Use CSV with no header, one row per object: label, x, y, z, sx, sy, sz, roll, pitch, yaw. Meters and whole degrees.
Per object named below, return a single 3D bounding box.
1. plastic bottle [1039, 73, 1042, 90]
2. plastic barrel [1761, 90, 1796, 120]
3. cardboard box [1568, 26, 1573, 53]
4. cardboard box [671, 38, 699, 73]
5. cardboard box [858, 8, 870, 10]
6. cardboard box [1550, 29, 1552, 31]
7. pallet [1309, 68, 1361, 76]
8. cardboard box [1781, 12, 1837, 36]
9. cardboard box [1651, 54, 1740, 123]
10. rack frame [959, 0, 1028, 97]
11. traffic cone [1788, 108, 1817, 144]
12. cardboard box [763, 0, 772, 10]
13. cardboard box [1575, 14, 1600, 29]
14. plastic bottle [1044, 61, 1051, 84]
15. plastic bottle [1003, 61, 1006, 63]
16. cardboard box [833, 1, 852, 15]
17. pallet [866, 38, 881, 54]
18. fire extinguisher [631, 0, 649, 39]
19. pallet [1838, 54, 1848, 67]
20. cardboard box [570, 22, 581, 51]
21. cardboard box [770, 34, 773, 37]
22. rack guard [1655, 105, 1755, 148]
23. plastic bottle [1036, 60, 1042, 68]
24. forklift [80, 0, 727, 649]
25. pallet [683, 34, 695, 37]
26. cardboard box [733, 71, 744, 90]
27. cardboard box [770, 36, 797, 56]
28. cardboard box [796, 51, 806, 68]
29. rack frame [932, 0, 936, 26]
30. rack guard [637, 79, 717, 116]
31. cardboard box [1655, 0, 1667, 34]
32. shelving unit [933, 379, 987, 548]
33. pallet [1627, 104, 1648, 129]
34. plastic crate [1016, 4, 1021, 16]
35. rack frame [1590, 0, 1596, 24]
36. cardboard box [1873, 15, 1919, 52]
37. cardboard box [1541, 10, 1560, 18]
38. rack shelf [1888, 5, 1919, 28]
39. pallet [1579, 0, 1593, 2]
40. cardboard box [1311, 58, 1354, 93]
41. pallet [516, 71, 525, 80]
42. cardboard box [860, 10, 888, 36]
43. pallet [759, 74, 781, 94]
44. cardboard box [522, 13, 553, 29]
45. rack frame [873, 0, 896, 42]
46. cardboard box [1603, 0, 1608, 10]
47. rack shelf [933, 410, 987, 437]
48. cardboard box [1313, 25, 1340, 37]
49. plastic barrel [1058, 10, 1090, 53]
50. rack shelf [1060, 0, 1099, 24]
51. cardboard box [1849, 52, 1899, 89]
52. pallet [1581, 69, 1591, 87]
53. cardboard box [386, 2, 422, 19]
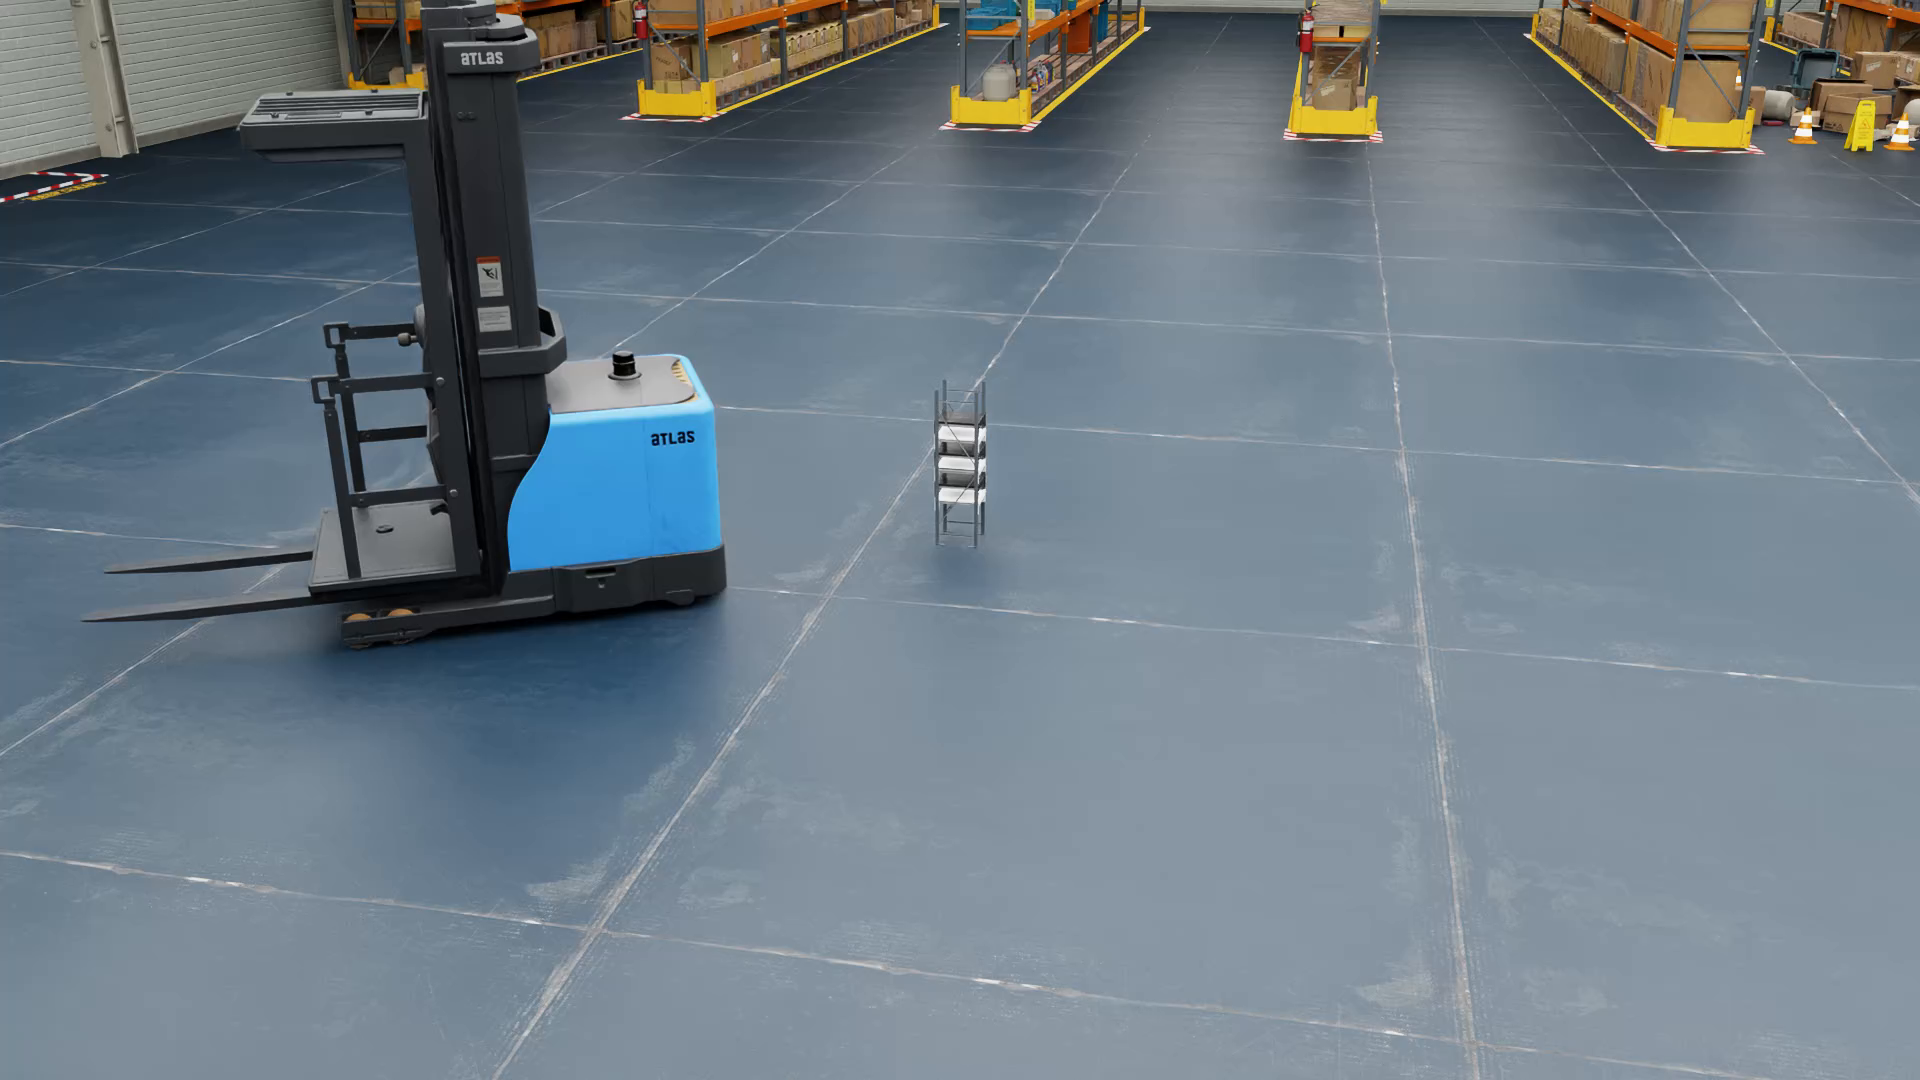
plastic bottle,1.259,-7.352,26.656,0.097,0.271,0.097,0,22,0
plastic barrel,12.264,-6.555,25.064,0.421,0.421,0.512,-16,27,-35
cardboard box,12.015,-9.607,31.976,0.500,0.500,0.500,5,22,12
cardboard box,-4.347,-7.844,26.929,0.500,0.500,0.500,4,22,11
cardboard box,-2.244,-11.266,36.068,0.500,0.500,0.500,3,22,8
cardboard box,12.702,-10.719,35.206,0.380,0.149,0.250,5,22,12
pallet,6.563,-8.136,29.273,1.003,0.211,1.213,4,22,11
cardboard box,18.272,-11.088,35.737,0.875,0.438,0.875,4,22,9
cardboard box,10.251,-6.282,23.217,0.875,0.875,0.875,5,22,11
rack frame,0.493,-7.612,24.239,1.000,3.000,0.127,4,22,11
traffic cone,11.676,-5.729,22.958,0.336,0.463,0.334,4,22,11
cardboard box,-3.623,-9.337,28.389,0.700,0.500,0.500,4,22,10
cardboard box,11.904,-9.769,31.374,0.500,0.250,0.500,5,22,12
plastic bottle,1.421,-7.722,27.470,0.144,0.351,0.185,3,22,8
plastic bottle,0.739,-7.787,27.629,0.144,0.351,0.185,5,22,12
cardboard box,-2.549,-11.064,34.564,0.500,0.250,0.500,4,22,10
pallet,-2.282,-10.338,34.741,1.003,0.211,1.213,4,22,11
fire extinguisher,-4.834,-7.947,25.175,0.296,0.674,0.183,4,22,11
pallet,17.409,-9.286,32.128,1.003,0.211,1.213,4,22,11
cardboard box,-7.888,-9.891,32.654,0.700,0.500,0.500,4,22,11
cardboard box,-3.637,-8.994,30.038,0.500,0.311,0.500,5,22,12
rack guard,10.172,-5.651,22.716,1.175,0.500,0.348,4,22,11
plastic bottle,1.319,-7.804,27.672,0.144,0.351,0.185,4,22,11
forklift,-2.779,-1.053,8.046,3.031,2.935,1.130,-6,23,-15
pallet,-6.525,-11.734,38.207,1.003,0.211,1.213,4,22,11
cardboard box,-3.827,-7.455,26.968,0.500,0.250,0.500,4,22,11
cardboard box,-3.211,-8.765,29.471,0.500,0.311,0.500,5,22,11
cardboard box,-3.108,-8.689,30.030,0.500,0.250,0.500,5,22,12
rack frame,-1.090,-13.842,39.709,1.000,3.000,0.127,4,22,11
rack guard,-4.360,-6.823,25.625,1.175,0.500,0.348,4,22,11
cardboard box,10.604,-7.623,24.066,0.875,0.550,0.500,4,22,11
shelving unit,0.002,-0.420,9.193,0.258,0.900,0.210,4,22,11
pallet,10.515,-6.269,24.637,1.003,0.211,1.213,4,22,11
plastic crate,0.756,-8.502,26.731,0.450,0.188,0.662,4,22,11
rack frame,11.810,-9.745,29.535,1.000,3.000,0.127,4,22,11
cardboard box,16.898,-8.860,29.620,0.875,0.875,0.875,4,22,10
cardboard box,12.887,-11.461,36.254,0.380,0.149,0.250,4,22,11
rack shelf,16.268,-8.340,27.008,1.077,0.370,4.000,4,22,11
pallet,11.851,-9.925,30.238,1.213,0.211,1.003,4,22,11
cardboard box,5.928,-7.379,26.445,0.500,0.500,0.500,12,25,28
pallet,-8.491,-8.288,29.651,1.003,0.211,1.213,4,22,11
cardboard box,-1.836,-11.042,35.512,0.500,0.500,0.500,5,22,11
pallet,-3.742,-7.873,28.619,1.003,0.211,1.213,4,22,11
cardboard box,-8.066,-9.845,31.536,0.500,0.250,0.500,4,22,9
rack frame,-1.906,-12.380,36.077,1.000,3.000,0.127,4,22,11
cardboard box,11.249,-9.277,28.240,0.500,0.500,0.500,4,22,11
rack shelf,0.002,-0.640,9.104,0.258,0.077,0.200,4,22,11
cardboard box,5.198,-7.238,23.646,0.380,0.149,0.250,4,22,11
plastic barrel,2.209,-9.906,32.278,0.600,0.830,0.708,4,22,11
rack shelf,1.718,-9.473,29.822,1.077,0.370,4.000,4,22,11
cardboard box,14.111,-7.258,25.693,0.500,0.500,0.500,4,22,11
pallet,11.575,-8.169,29.354,1.003,0.211,1.213,4,22,11
cardboard box,-8.795,-8.461,26.521,0.500,0.250,0.500,4,22,9
